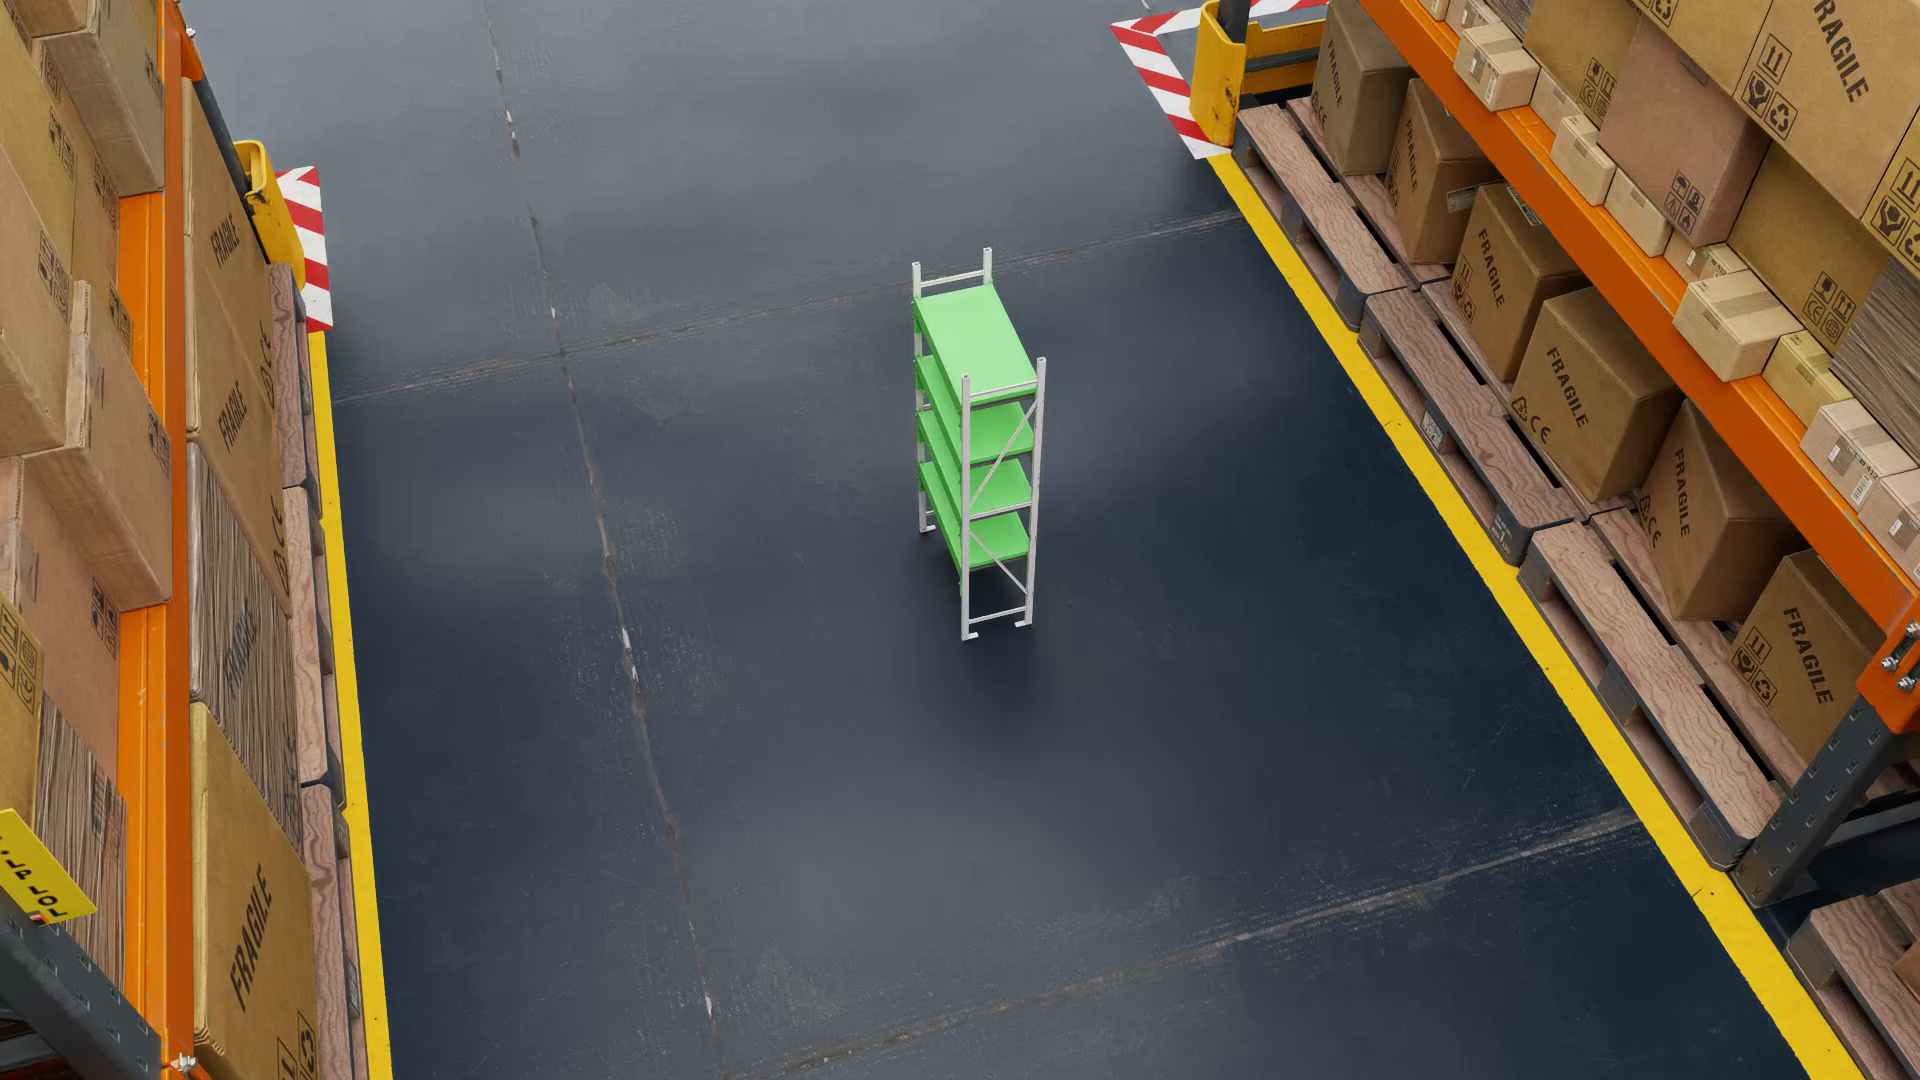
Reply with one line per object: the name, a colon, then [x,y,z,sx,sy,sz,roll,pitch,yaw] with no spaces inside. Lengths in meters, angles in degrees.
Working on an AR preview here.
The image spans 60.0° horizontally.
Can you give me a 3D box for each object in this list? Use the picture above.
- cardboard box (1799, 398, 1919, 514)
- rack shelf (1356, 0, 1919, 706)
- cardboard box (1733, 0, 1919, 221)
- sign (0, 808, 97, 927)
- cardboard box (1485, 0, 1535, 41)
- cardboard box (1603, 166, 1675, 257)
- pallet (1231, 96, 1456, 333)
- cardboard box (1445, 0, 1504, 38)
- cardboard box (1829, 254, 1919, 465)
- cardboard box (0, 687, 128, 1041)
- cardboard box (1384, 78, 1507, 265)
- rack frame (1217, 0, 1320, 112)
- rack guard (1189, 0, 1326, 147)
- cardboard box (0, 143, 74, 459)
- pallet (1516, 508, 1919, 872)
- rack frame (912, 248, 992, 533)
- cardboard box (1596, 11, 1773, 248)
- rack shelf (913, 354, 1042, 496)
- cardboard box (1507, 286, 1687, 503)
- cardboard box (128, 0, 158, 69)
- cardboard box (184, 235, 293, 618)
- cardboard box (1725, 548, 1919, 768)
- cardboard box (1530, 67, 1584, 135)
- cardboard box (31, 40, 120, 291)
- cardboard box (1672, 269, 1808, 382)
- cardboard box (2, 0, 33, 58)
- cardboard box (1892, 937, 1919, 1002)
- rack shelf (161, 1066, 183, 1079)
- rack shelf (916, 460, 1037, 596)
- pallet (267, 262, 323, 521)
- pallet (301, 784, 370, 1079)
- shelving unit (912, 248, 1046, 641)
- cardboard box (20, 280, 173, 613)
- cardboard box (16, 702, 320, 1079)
cardboard box: [2.357,-0.240,4.154,0.380,0.149,0.250,-13,51,-11]
rack shelf: [2.175,-1.274,5.333,1.077,0.370,4.000,-13,51,-11]
cardboard box: [2.221,-1.127,3.824,0.500,0.500,0.500,-13,51,-11]
sign: [-1.486,0.525,2.640,0.100,0.325,0.005,-13,51,-11]
cardboard box: [2.089,-1.974,5.192,0.875,0.500,0.500,-13,51,-11]
cardboard box: [2.099,-0.979,4.778,0.380,0.149,0.250,-13,51,-11]
pallet: [1.812,-1.411,6.802,1.003,0.211,1.213,-13,51,-11]
cardboard box: [1.816,-1.712,5.396,0.380,0.149,0.250,-13,51,-11]
cardboard box: [2.692,-0.516,3.963,0.875,0.500,0.500,-13,51,-11]
cardboard box: [-2.122,0.687,3.111,0.875,0.550,0.550,-13,51,-11]
cardboard box: [1.961,-1.408,6.335,0.500,0.500,0.500,-2,50,-1]
rack frame: [1.583,-2.967,6.289,1.000,3.000,0.127,-13,51,-11]
rack guard: [1.606,-2.106,7.198,1.175,0.500,0.348,-13,51,-11]
cardboard box: [-2.380,-0.472,3.382,0.875,0.550,0.550,-13,51,-11]
pallet: [2.534,0.371,5.299,1.003,0.211,1.213,-13,51,-11]
rack frame: [-0.023,-0.444,5.340,0.240,1.200,0.015,-13,51,-11]
cardboard box: [2.334,-1.232,4.566,0.875,0.500,0.500,-13,51,-11]
rack shelf: [0.049,-0.379,5.055,0.258,0.148,0.480,-13,51,-11]
cardboard box: [2.251,-0.528,5.594,0.500,0.500,0.500,-17,52,-14]
cardboard box: [-3.032,-1.707,5.129,0.875,0.550,0.550,-13,51,-11]
cardboard box: [-2.659,-0.247,5.111,0.875,0.875,0.875,-14,51,-12]
cardboard box: [2.686,0.324,4.875,0.500,0.500,0.500,-15,51,-12]
cardboard box: [1.991,-1.354,5.094,0.380,0.149,0.250,-13,51,-11]
cardboard box: [-2.803,-0.873,4.426,0.875,0.550,0.550,-13,51,-11]
cardboard box: [2.160,-0.593,4.452,0.380,0.149,0.250,-13,51,-11]
cardboard box: [-2.825,-1.215,4.008,0.875,0.550,0.550,-13,51,-11]
cardboard box: [2.927,1.072,4.232,0.700,0.500,0.500,-17,52,-14]
rack shelf: [-1.410,2.695,1.987,1.077,0.370,4.000,-13,51,-11]
rack shelf: [0.049,-0.070,5.422,0.258,0.148,0.480,-13,51,-11]
pallet: [-2.874,-0.454,5.995,1.003,0.211,1.213,-13,51,-11]
pallet: [-2.152,1.328,4.492,1.003,0.211,1.213,-13,51,-11]
shelving unit: [0.049,-0.266,5.189,0.258,1.200,0.503,-13,51,-11]
cardboard box: [-2.354,-0.130,3.800,0.875,0.550,0.550,-13,51,-11]
cardboard box: [-2.121,1.077,3.995,0.875,0.875,0.875,-13,51,-10]
